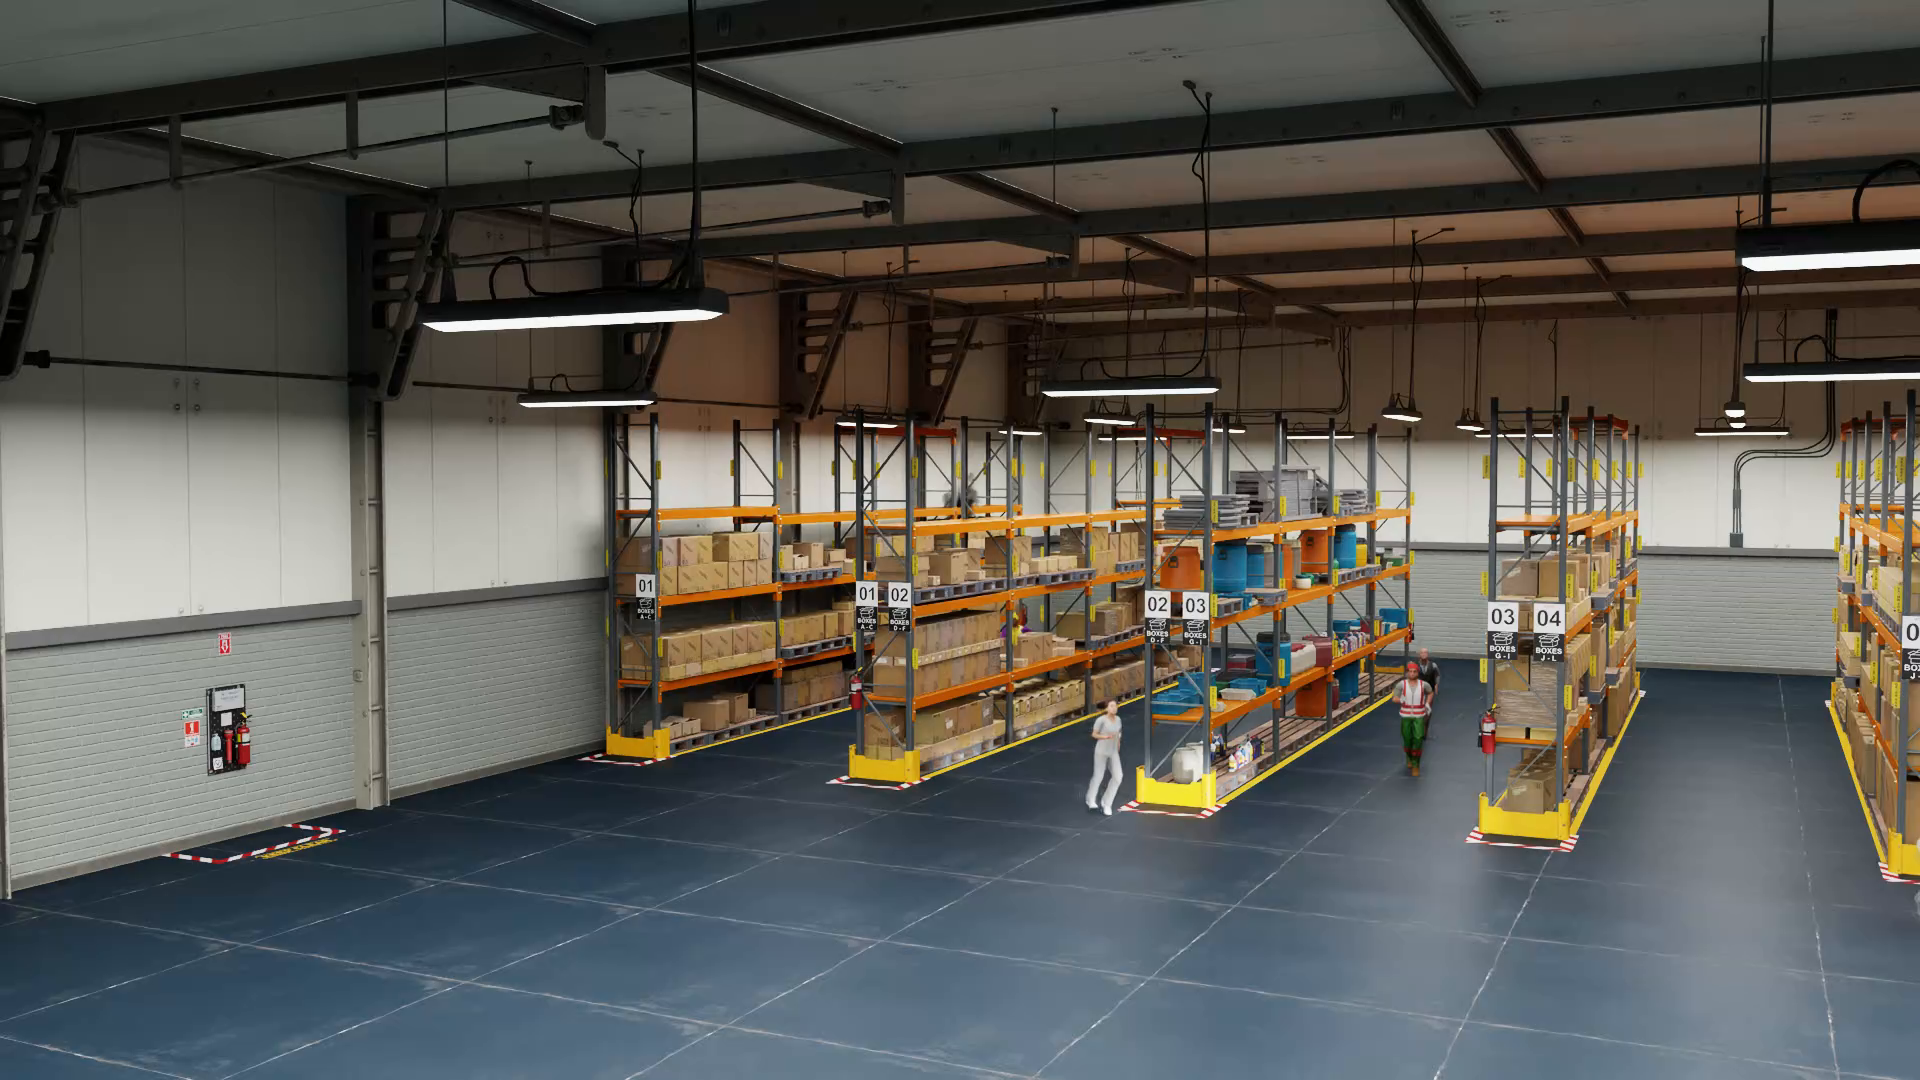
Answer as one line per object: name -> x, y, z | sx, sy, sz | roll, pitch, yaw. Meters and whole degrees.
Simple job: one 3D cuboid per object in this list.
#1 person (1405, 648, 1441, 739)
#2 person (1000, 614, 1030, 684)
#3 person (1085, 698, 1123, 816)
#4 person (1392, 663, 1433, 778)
person -> 8.652, 2.853, 31.051 | 0.660, 1.681, 0.658 | 0, 2, 11
person -> 1.177, 2.520, 36.246 | 0.689, 1.841, 0.810 | 1, 3, 24
person -> 2.164, 3.158, 24.290 | 0.567, 1.708, 0.714 | -1, 3, -22
person -> 7.436, 2.933, 27.342 | 0.636, 1.821, 0.843 | 1, 3, 18
